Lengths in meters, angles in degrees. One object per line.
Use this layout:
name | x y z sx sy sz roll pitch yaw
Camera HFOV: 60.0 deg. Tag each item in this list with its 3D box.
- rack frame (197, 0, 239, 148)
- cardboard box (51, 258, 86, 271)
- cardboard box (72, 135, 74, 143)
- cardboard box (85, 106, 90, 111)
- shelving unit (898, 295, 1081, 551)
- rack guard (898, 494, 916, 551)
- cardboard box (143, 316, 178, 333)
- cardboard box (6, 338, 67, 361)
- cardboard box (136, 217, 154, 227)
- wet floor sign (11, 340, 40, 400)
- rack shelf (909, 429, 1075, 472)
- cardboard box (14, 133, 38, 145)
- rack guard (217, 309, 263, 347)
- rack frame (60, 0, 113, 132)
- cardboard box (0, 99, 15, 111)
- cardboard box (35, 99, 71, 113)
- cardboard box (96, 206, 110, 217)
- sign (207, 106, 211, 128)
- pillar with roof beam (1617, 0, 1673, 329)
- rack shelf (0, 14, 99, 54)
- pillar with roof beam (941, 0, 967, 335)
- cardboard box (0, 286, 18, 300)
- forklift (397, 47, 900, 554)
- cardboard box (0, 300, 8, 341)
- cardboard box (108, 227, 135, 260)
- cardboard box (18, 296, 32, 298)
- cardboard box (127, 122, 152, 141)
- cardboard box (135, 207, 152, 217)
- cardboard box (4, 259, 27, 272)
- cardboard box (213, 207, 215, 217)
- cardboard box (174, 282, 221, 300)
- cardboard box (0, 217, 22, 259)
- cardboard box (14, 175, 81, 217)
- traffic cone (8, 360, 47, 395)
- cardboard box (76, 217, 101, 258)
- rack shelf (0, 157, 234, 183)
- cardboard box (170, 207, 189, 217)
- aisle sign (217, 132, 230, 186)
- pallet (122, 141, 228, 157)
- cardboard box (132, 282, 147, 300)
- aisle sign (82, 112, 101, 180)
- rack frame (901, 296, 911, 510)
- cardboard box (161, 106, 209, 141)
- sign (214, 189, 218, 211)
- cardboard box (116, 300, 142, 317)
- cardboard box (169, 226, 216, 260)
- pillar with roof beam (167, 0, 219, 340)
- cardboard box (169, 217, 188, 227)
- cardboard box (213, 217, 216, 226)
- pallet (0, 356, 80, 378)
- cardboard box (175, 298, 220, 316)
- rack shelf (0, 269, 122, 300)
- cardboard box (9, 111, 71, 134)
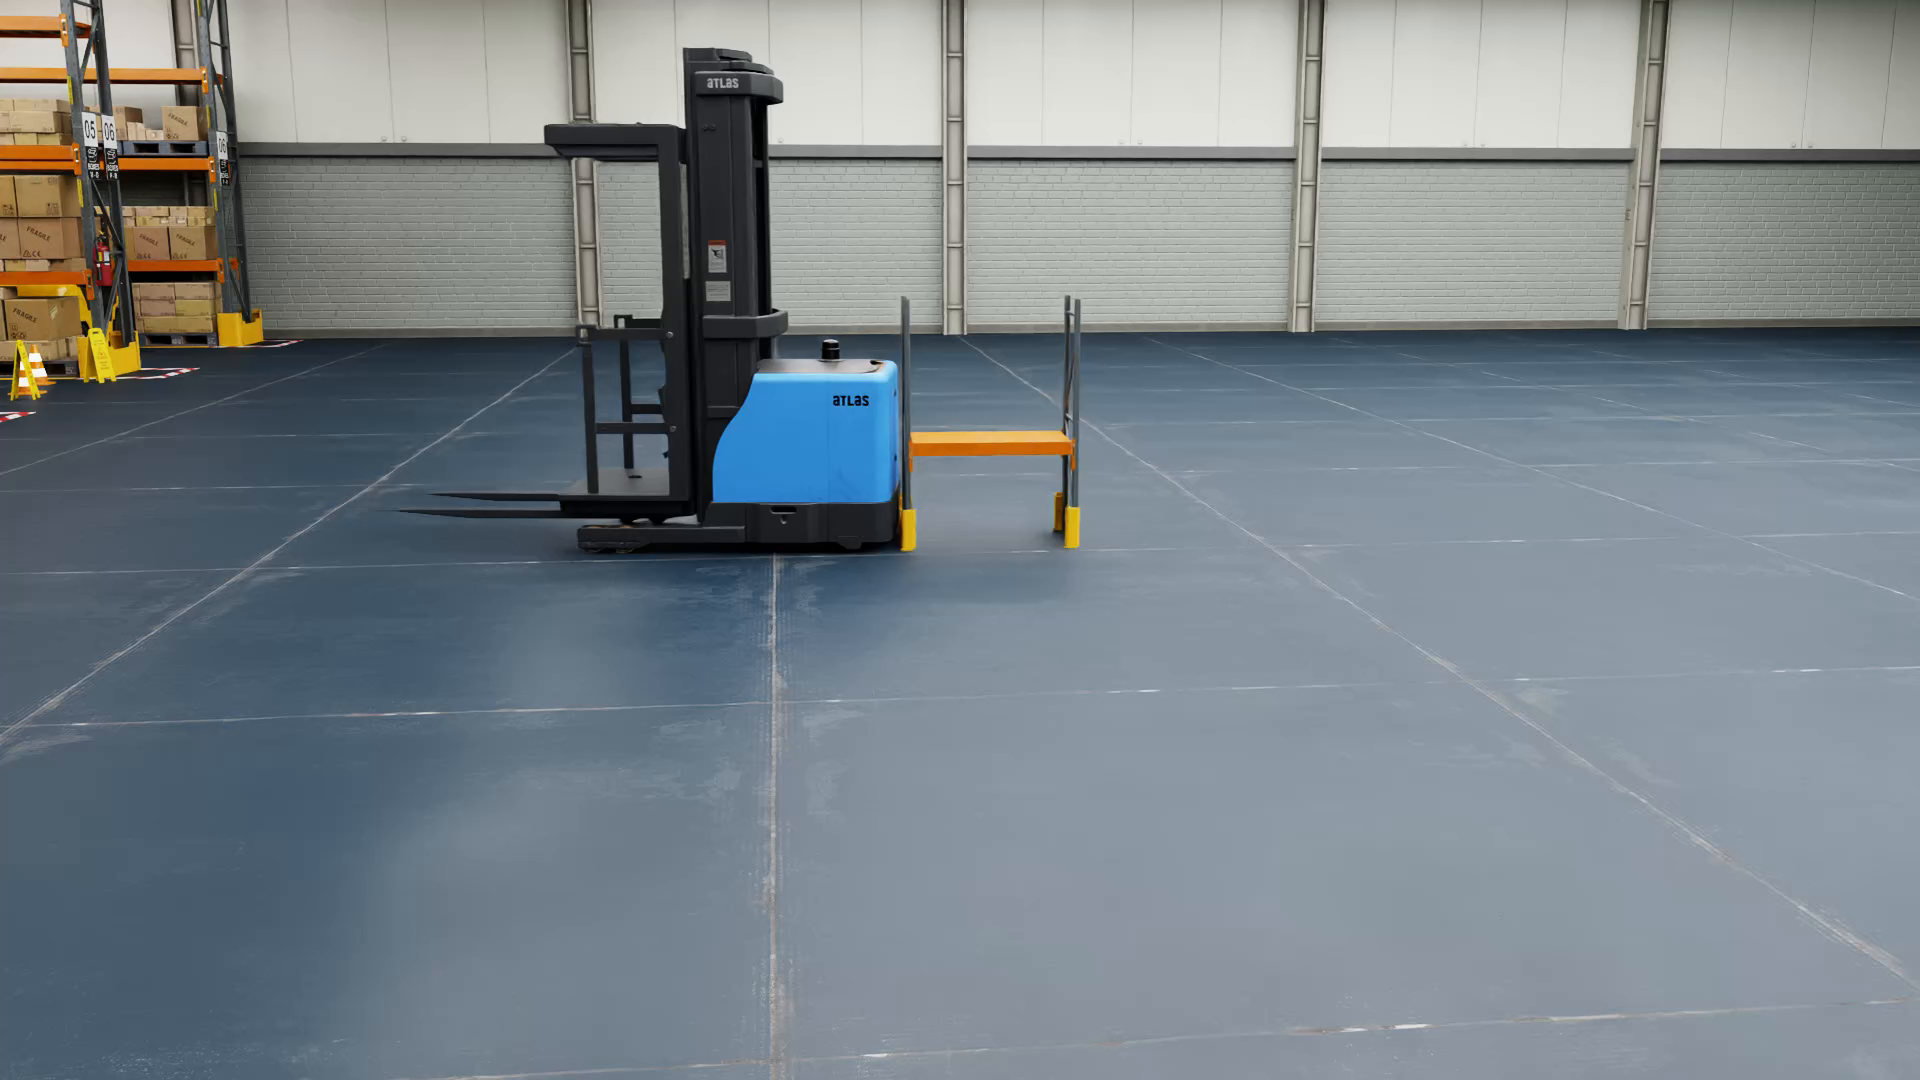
rack frame | -11.235 -7.480 25.089 0.127 3.000 1.000 -1 11 -6
cardboard box | -11.044 -3.413 20.602 0.250 0.149 0.380 -1 11 -4
cardboard box | -11.060 -4.989 20.842 0.250 0.149 0.380 -1 11 -6
cardboard box | -13.263 -6.251 24.998 0.637 0.503 0.797 -1 11 -4
shelving unit | 0.168 -0.733 10.210 1.083 1.500 0.587 -1 11 -4
rack guard | -0.329 -0.113 10.296 0.087 0.250 0.587 -1 11 -4
cardboard box | -12.163 -3.314 25.491 0.500 0.250 0.500 -1 11 -6
cardboard box | -11.493 -2.373 20.700 0.500 0.250 0.500 -1 11 -6
cardboard box | -12.312 -4.835 25.246 0.250 0.149 0.380 -1 11 -6
wet floor sign | -10.245 -1.863 18.170 0.232 0.644 0.267 -3 12 -16
rack shelf | 0.177 -0.557 10.246 1.000 0.185 0.538 -1 11 -4
cardboard box | -11.263 -4.861 20.192 0.250 0.149 0.380 -1 11 -6
rack guard | -11.211 -3.310 25.911 0.348 0.500 1.175 -1 11 -6
rack frame | -10.695 -6.528 20.247 0.127 3.000 1.000 -1 11 -6
cardboard box | -11.511 -5.254 20.125 0.250 0.149 0.380 -1 11 -7
cardboard box | -10.999 -5.261 20.160 0.250 0.149 0.380 -1 11 -6
cardboard box | -12.826 -4.956 25.090 0.250 0.149 0.380 -1 11 -5
sign | -11.190 -6.300 24.770 0.005 0.325 0.100 -1 11 -6
pillar with roof beam | 12.300 -7.313 24.238 0.400 9.000 9.100 -1 11 -6
rack shelf | -12.683 -6.132 20.105 4.000 0.370 1.077 -1 11 -6
pillar with roof beam | 0.371 -7.063 22.966 0.400 9.000 9.100 -1 11 -6
cardboard box | -11.821 -3.041 20.472 0.250 0.149 0.380 -1 11 -4
forklift | -1.911 -1.458 10.188 3.031 2.935 1.130 0 11 1
cardboard box | -11.982 -2.731 20.580 0.500 0.500 0.500 -1 11 -4
cardboard box | -12.722 -4.505 25.249 0.500 0.500 0.500 -1 11 -7
cardboard box | -12.070 -2.833 21.100 0.500 0.500 0.500 -2 11 -8
cardboard box | -12.278 -6.117 24.930 0.258 0.266 0.396 -1 11 -6
cardboard box | -12.323 -4.989 25.259 0.250 0.149 0.380 -1 11 -6
cardboard box | -11.541 -3.385 20.461 0.250 0.149 0.380 -1 11 -7
cardboard box | -11.592 -5.084 25.739 0.250 0.149 0.380 -1 11 -7
cardboard box | -11.659 -3.815 25.443 0.500 0.250 0.500 -1 11 -4
cardboard box | -11.703 -3.706 20.413 0.500 0.500 0.500 -1 11 -6
cardboard box | -11.179 -4.218 20.424 0.500 0.500 0.700 -1 11 -7
traffic cone | -10.525 -1.878 18.720 0.334 0.463 0.336 -1 11 -6
cardboard box | -11.196 -3.823 21.008 0.500 0.500 0.500 -1 11 -7
rack shelf | -13.223 -5.614 25.236 4.000 0.370 1.077 -1 11 -6
cardboard box | -11.810 -4.991 25.267 0.250 0.149 0.380 -1 11 -6
aisle sign | -11.138 -5.757 25.137 0.004 0.787 0.394 -1 11 -6
pallet | -11.940 -5.955 25.337 1.213 0.211 1.003 -1 11 -6
cardboard box | -12.666 -3.790 25.320 0.500 0.250 0.500 -1 11 -5
aisle sign | -10.602 -4.806 20.299 0.004 0.787 0.394 -1 11 -6
rack frame | -0.330 -0.726 10.175 0.032 1.500 0.500 -1 11 -4
cardboard box | -11.648 -6.257 25.034 0.500 0.500 0.500 -1 11 -4
sign | -11.190 -5.117 25.002 0.005 0.325 0.100 -1 11 -6
cardboard box | -12.696 -3.545 25.370 0.500 0.250 0.500 -1 11 -7
cardboard box | -11.696 -4.525 25.350 0.500 0.500 0.500 -1 11 -7
pillar with roof beam | -11.559 -6.813 21.695 0.400 9.000 9.100 -1 11 -6
cardboard box | -11.800 -4.832 25.229 0.250 0.149 0.380 -1 11 -5
cardboard box | -11.600 -4.947 25.812 0.250 0.149 0.380 -1 11 -8
pallet | -11.582 -2.205 21.035 1.213 0.211 1.003 -1 11 -6
cardboard box | -11.685 -3.569 25.488 0.500 0.250 0.500 -1 11 -7
rack shelf | -12.683 -3.190 20.683 4.000 0.370 1.077 -1 11 -6
cardboard box | -11.175 -5.067 20.205 0.500 0.250 0.500 -1 11 -7
